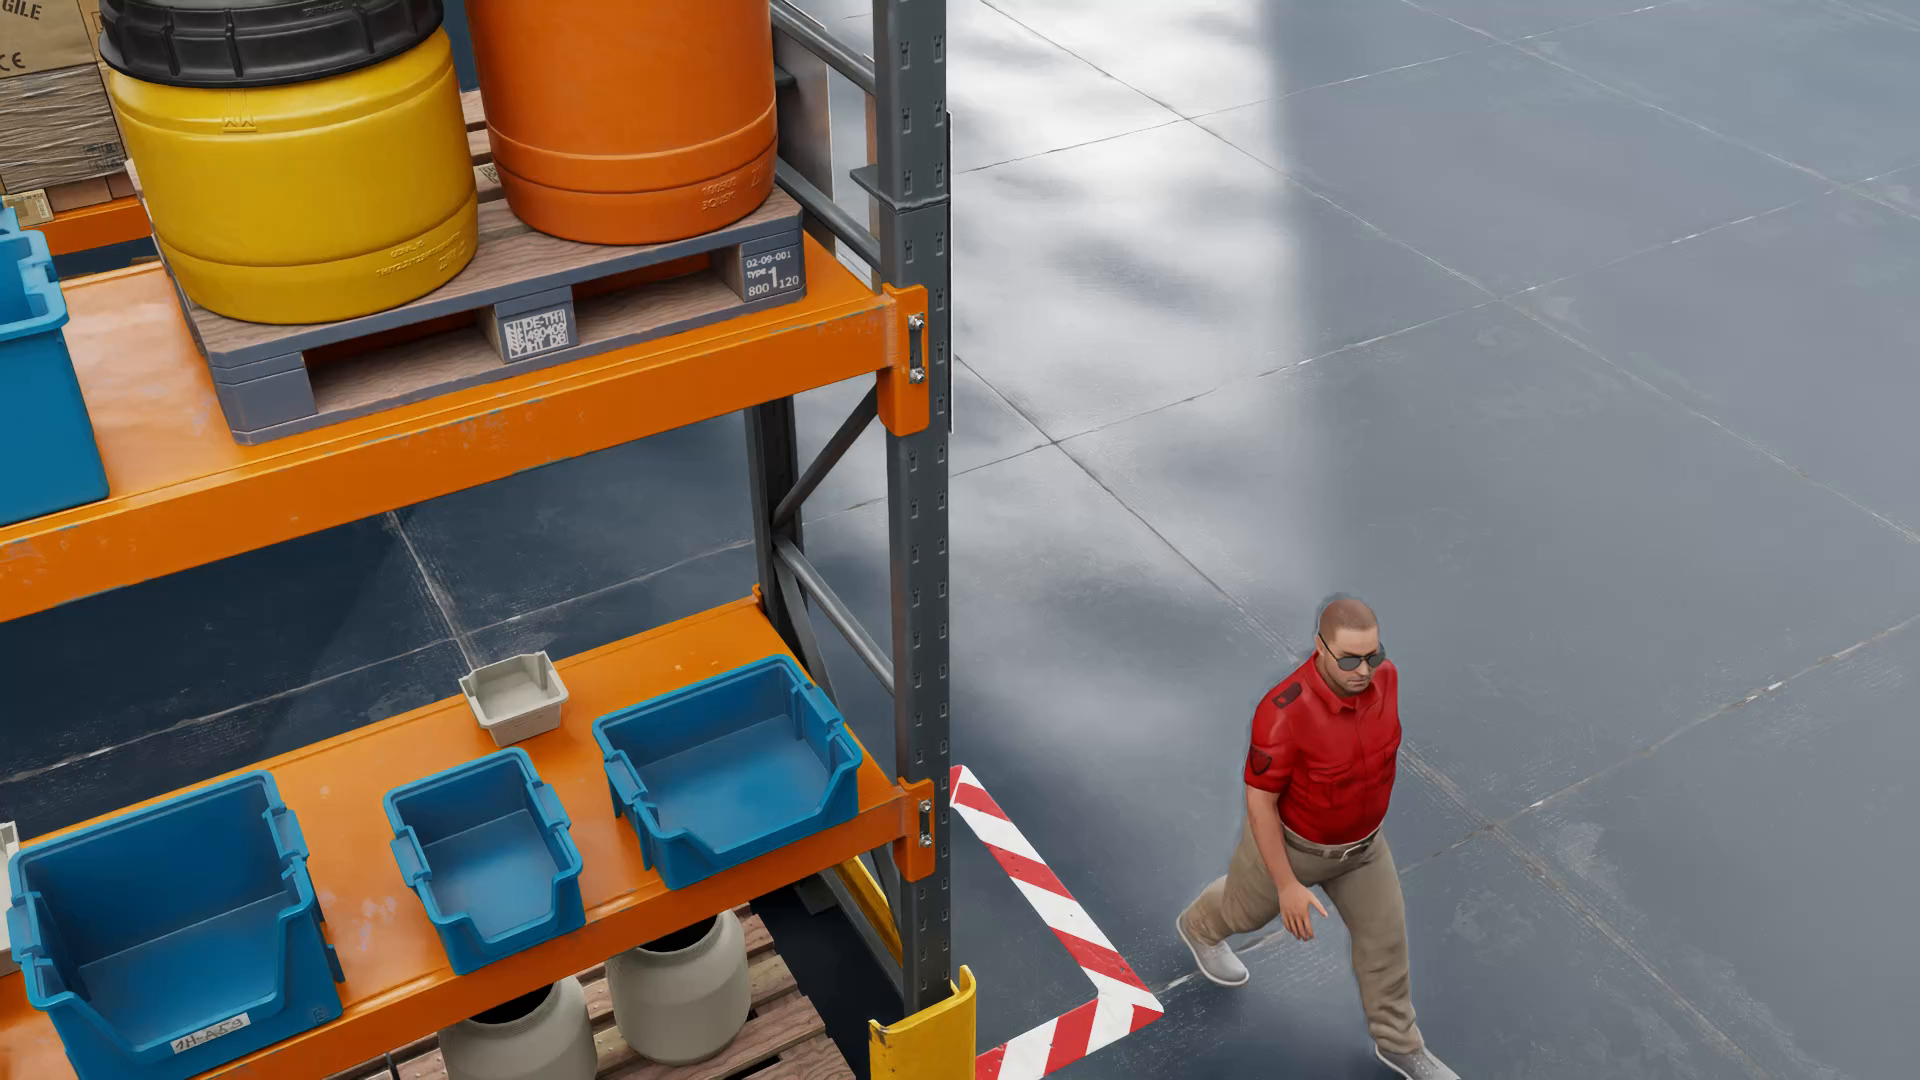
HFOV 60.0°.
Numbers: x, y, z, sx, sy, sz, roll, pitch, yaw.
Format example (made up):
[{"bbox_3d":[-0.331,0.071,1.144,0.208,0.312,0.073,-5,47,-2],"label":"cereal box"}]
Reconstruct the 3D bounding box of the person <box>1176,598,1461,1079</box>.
[{"bbox_3d":[1.101,0.910,4.926,0.571,1.659,1.038,-18,40,-23],"label":"person"}]
